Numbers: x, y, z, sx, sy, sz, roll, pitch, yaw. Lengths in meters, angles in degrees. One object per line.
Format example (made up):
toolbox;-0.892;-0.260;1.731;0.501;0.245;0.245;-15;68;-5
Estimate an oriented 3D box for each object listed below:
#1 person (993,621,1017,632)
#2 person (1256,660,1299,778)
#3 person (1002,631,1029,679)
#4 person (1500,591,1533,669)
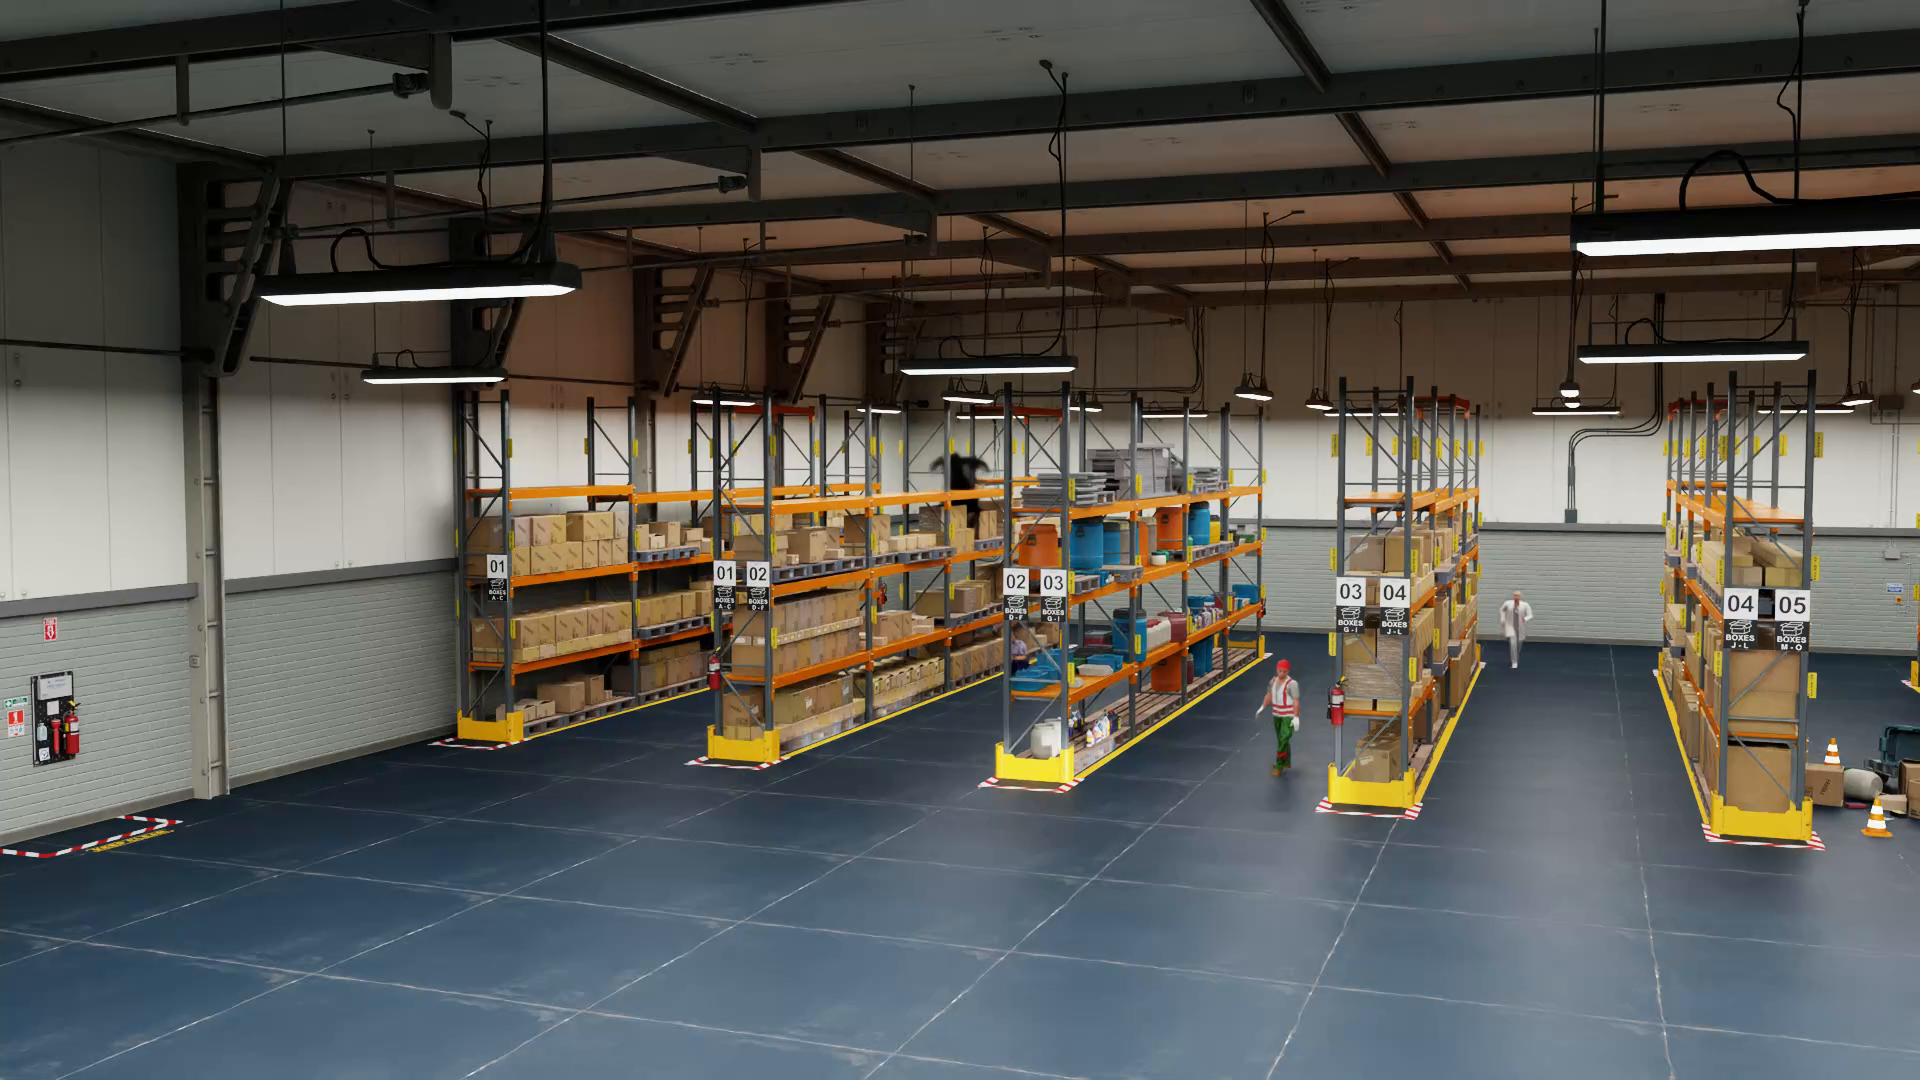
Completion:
person;1.258;1.773;43.259;0.907;1.649;0.564;2;3;26
person;4.918;2.715;25.582;0.766;1.779;0.740;-2;4;-33
person;1.114;2.475;32.938;0.605;1.413;0.962;2;4;29
person;12.706;2.028;38.014;0.678;1.750;1.010;0;3;8
